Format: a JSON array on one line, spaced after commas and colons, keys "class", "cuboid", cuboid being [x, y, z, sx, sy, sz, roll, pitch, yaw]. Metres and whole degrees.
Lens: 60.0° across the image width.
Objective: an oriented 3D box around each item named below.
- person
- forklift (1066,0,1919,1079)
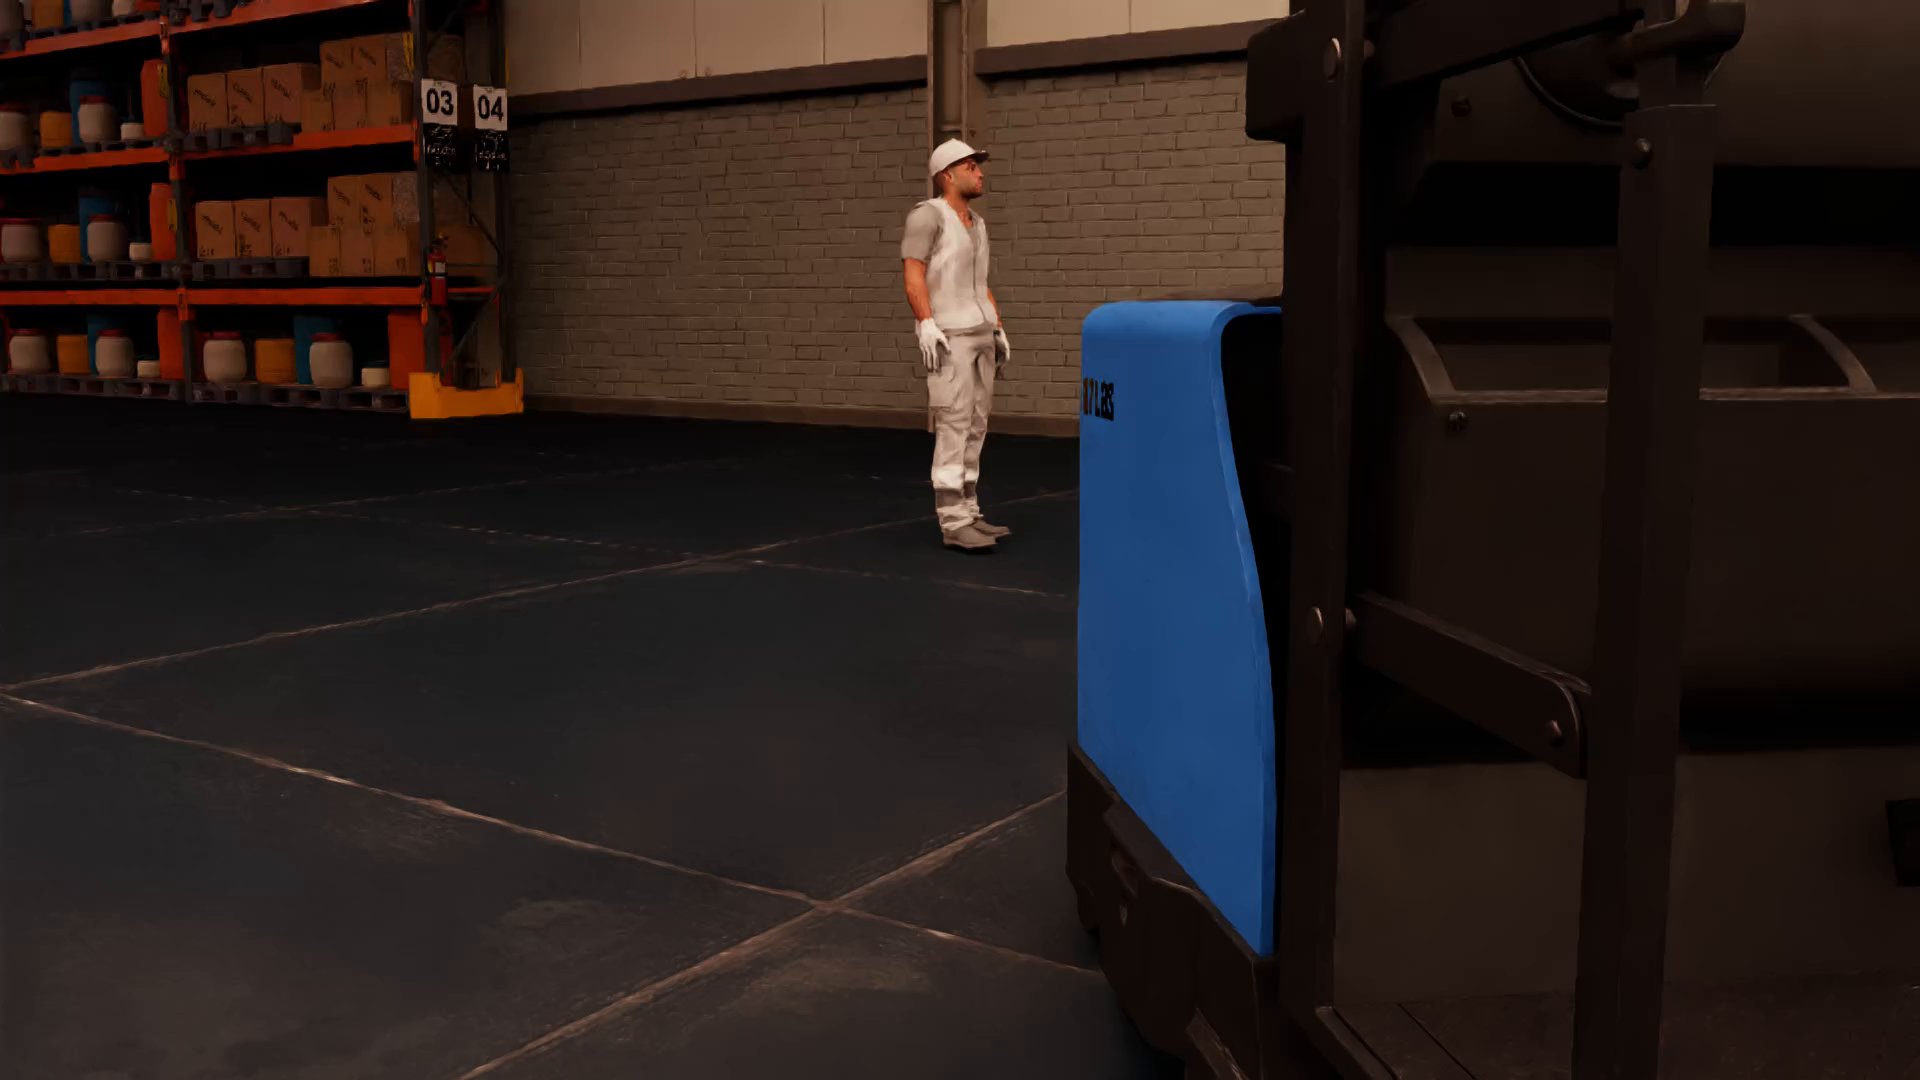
[{"class": "person", "cuboid": [0.060, -0.885, 7.423, 0.563, 1.787, 0.637, 5, 10, 34]}, {"class": "forklift", "cuboid": [0.926, -0.602, 1.423, 1.130, 2.935, 3.031, -1, 8, -9]}]
